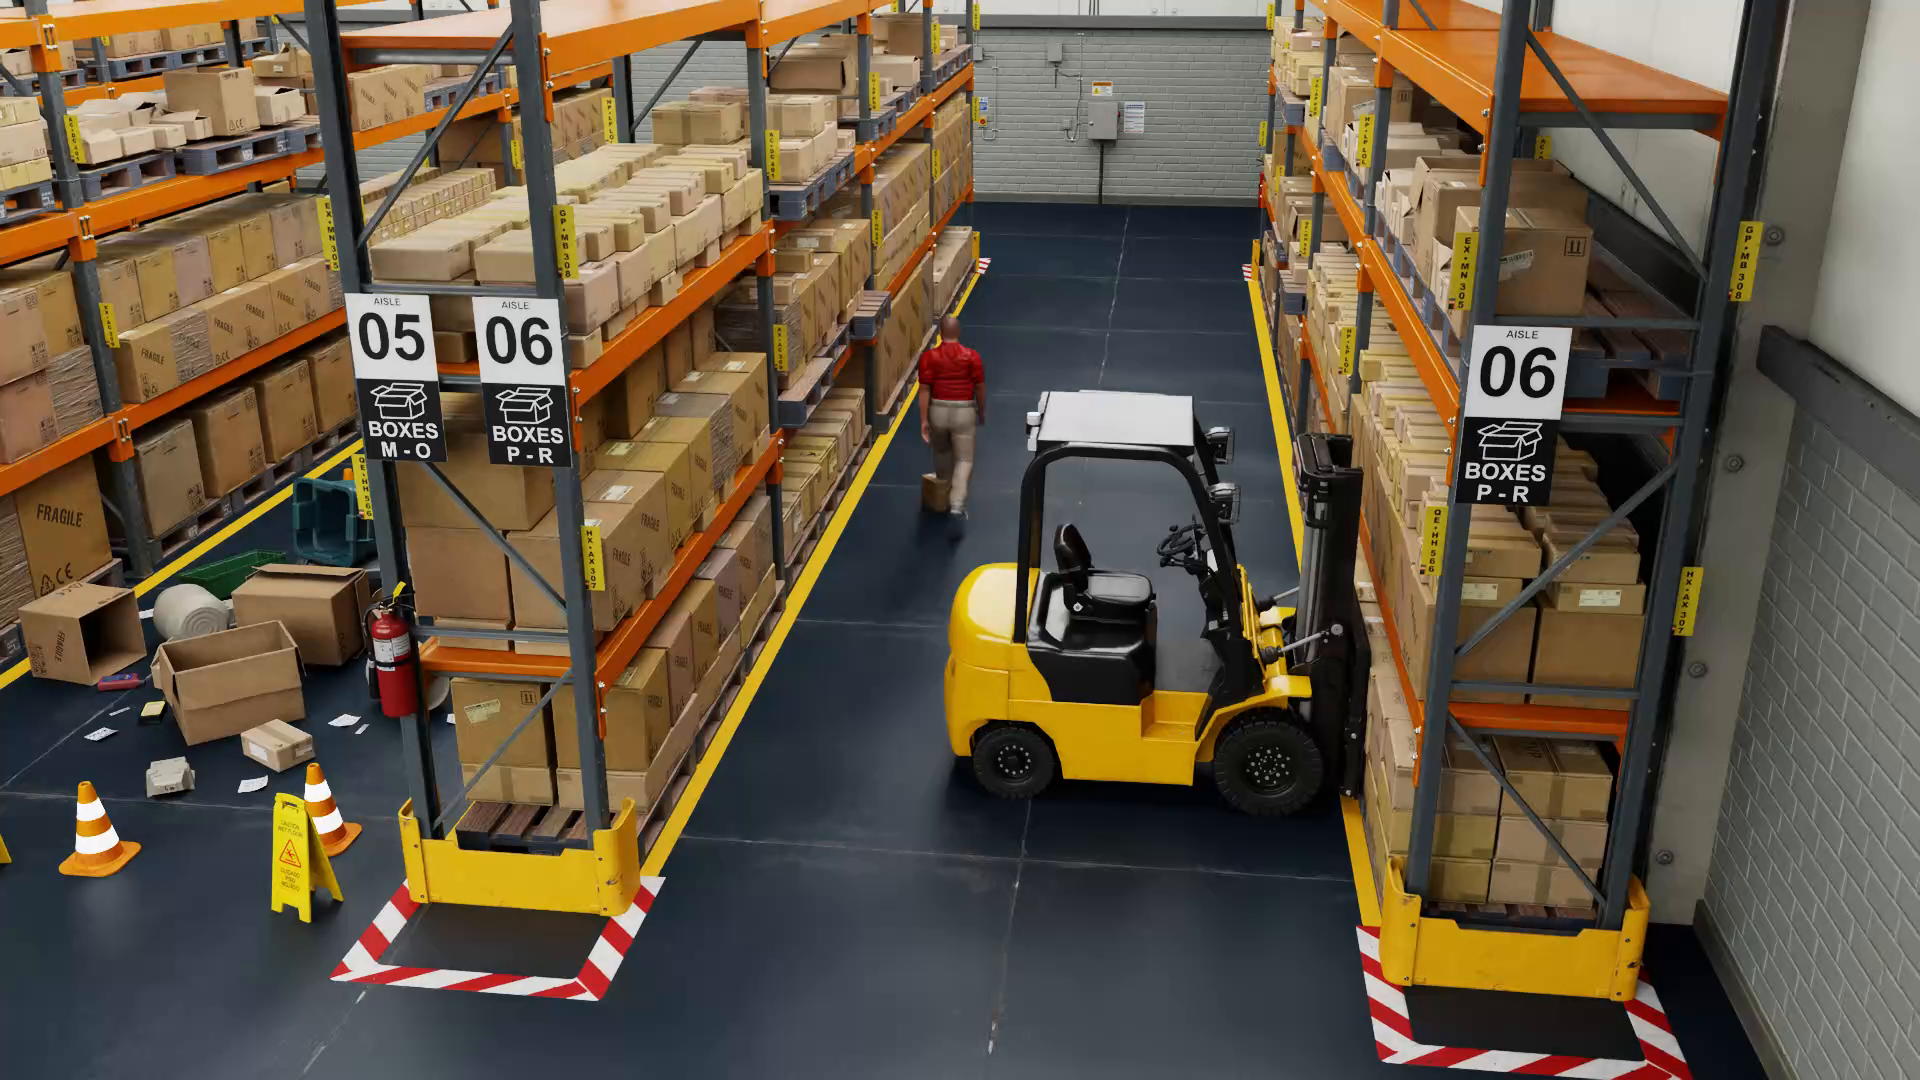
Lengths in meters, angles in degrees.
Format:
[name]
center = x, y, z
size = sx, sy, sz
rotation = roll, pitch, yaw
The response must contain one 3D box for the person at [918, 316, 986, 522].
[person]
center = -0.068, -1.019, 13.746
size = 0.536, 1.674, 1.071
rotation = 3, 21, 8
